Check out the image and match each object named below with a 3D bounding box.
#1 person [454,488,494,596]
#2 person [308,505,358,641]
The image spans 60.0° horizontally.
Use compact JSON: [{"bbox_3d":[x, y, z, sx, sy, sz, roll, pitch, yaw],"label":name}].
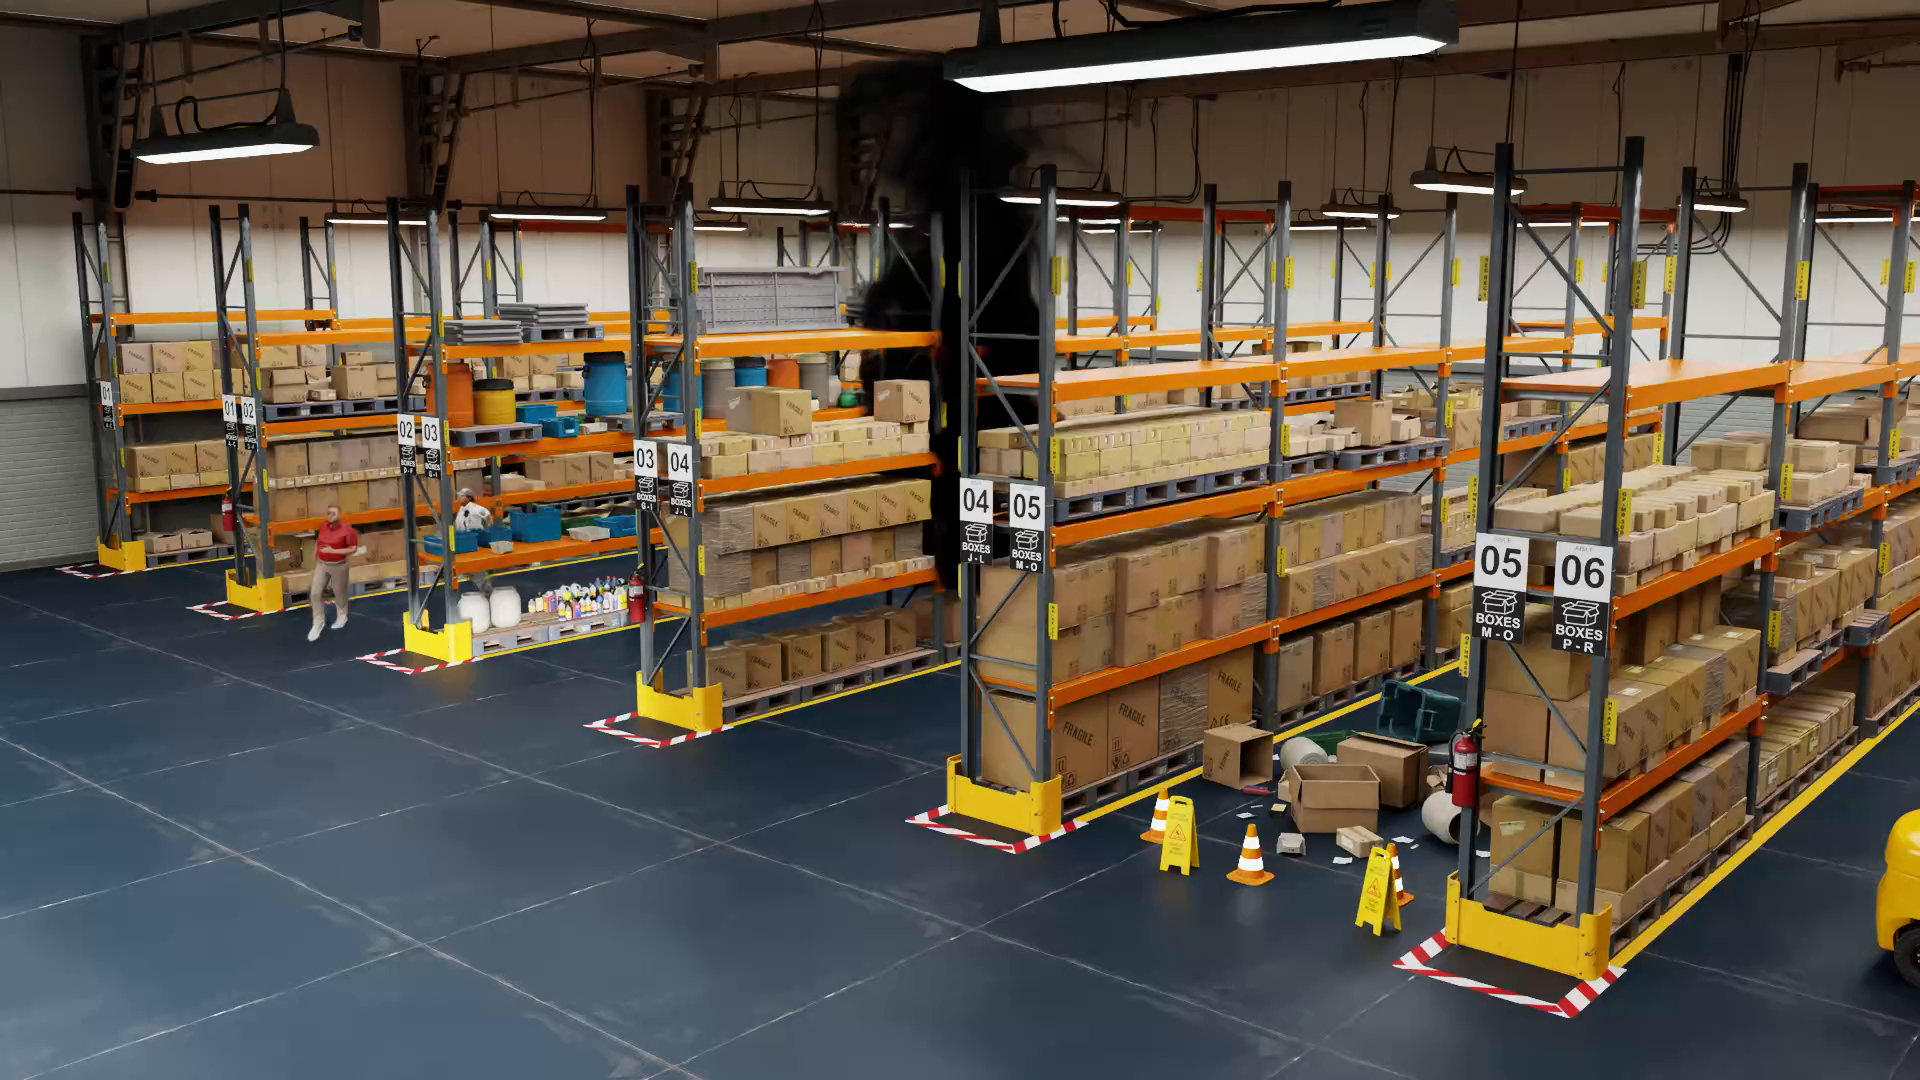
[{"bbox_3d":[-7.137,0.059,24.265,0.697,1.647,0.610,-9,13,-43],"label":"person"},{"bbox_3d":[-8.285,0.411,22.148,0.684,1.796,0.687,1,10,6],"label":"person"}]
